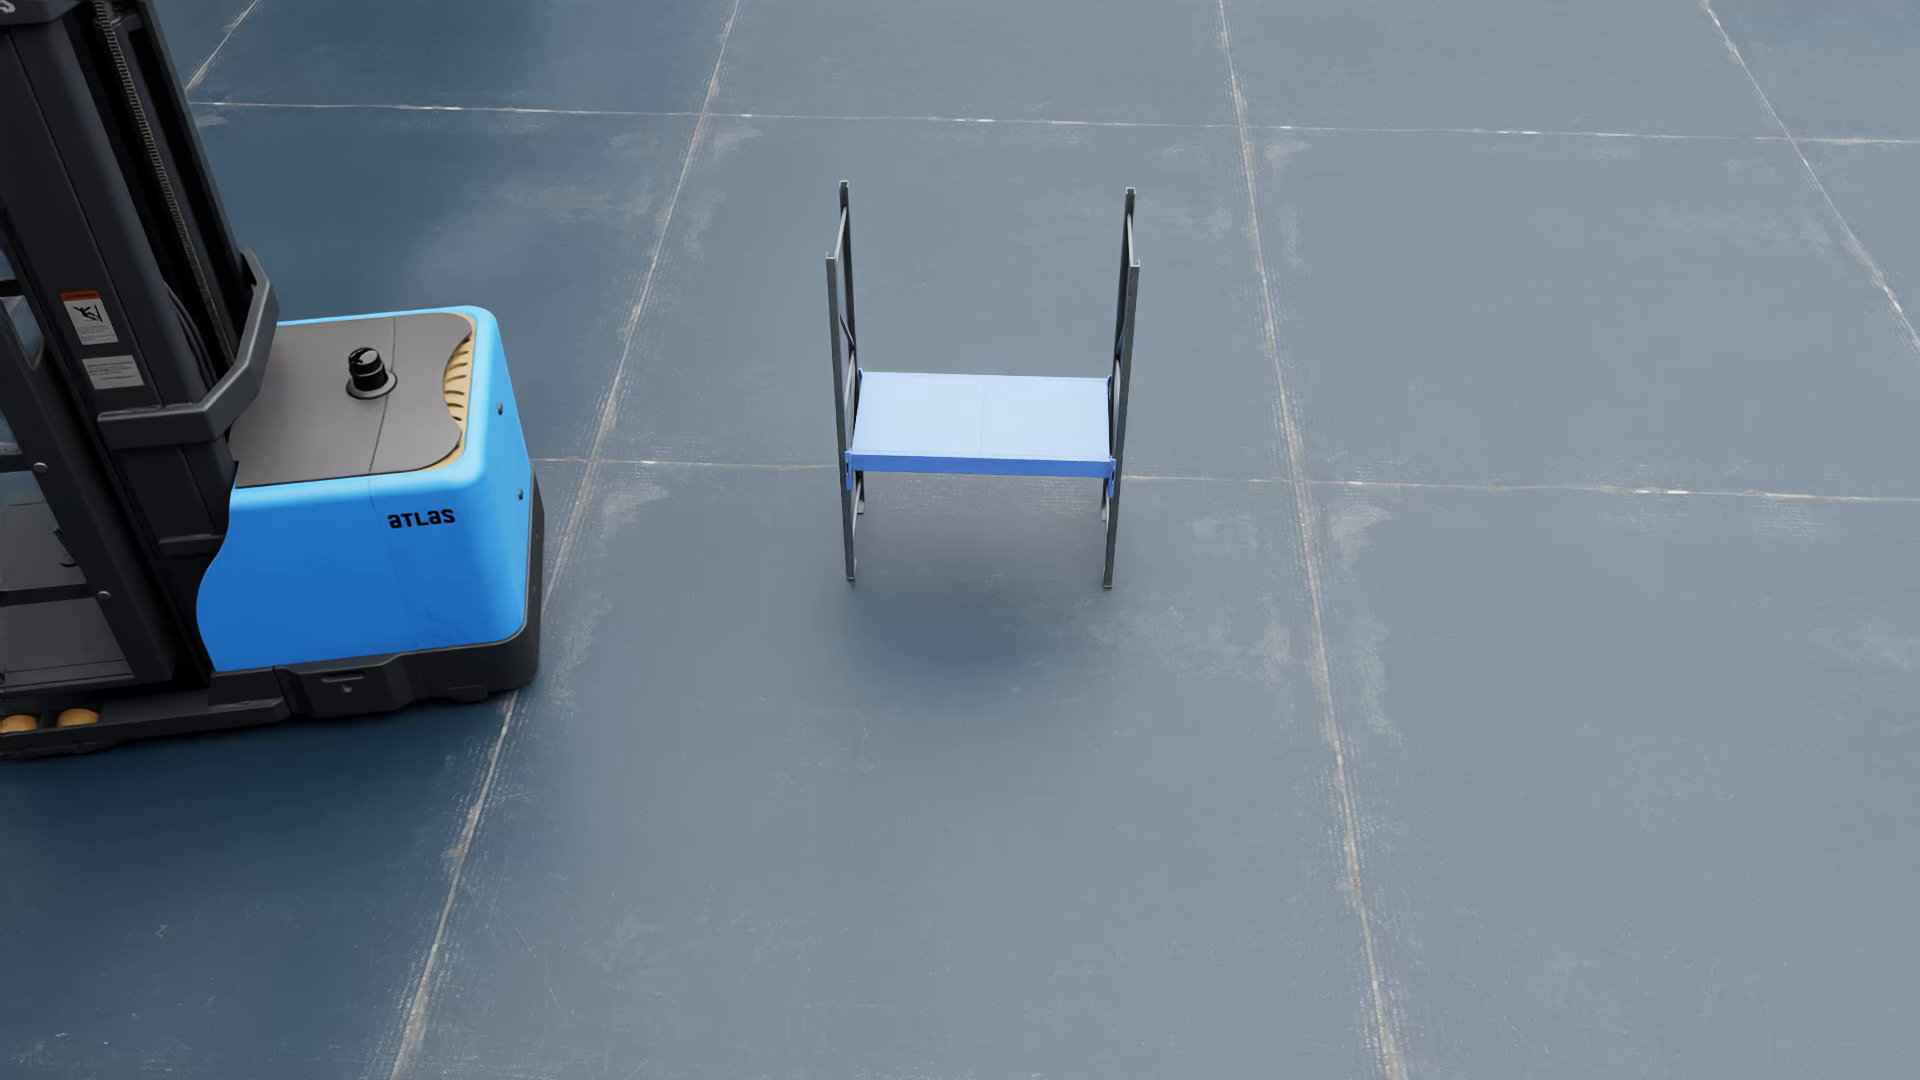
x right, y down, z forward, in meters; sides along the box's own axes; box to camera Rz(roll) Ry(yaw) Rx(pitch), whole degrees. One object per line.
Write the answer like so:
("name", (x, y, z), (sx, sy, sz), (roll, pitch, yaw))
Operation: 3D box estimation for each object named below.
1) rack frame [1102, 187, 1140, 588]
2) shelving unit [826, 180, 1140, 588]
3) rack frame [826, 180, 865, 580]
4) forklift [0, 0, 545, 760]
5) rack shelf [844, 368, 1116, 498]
("rack frame", (0.593, -0.531, 6.219), (0.032, 1.500, 0.500), (2, 43, 2))
("shelving unit", (0.085, -0.546, 6.236), (1.048, 1.500, 0.538), (2, 43, 2))
("rack frame", (-0.423, -0.562, 6.253), (0.032, 1.500, 0.500), (2, 43, 2))
("forklift", (-3.120, -0.681, 5.331), (3.031, 2.935, 1.130), (-6, 43, -6))
("rack shelf", (0.085, -0.415, 6.359), (1.000, 0.185, 0.538), (2, 43, 2))
